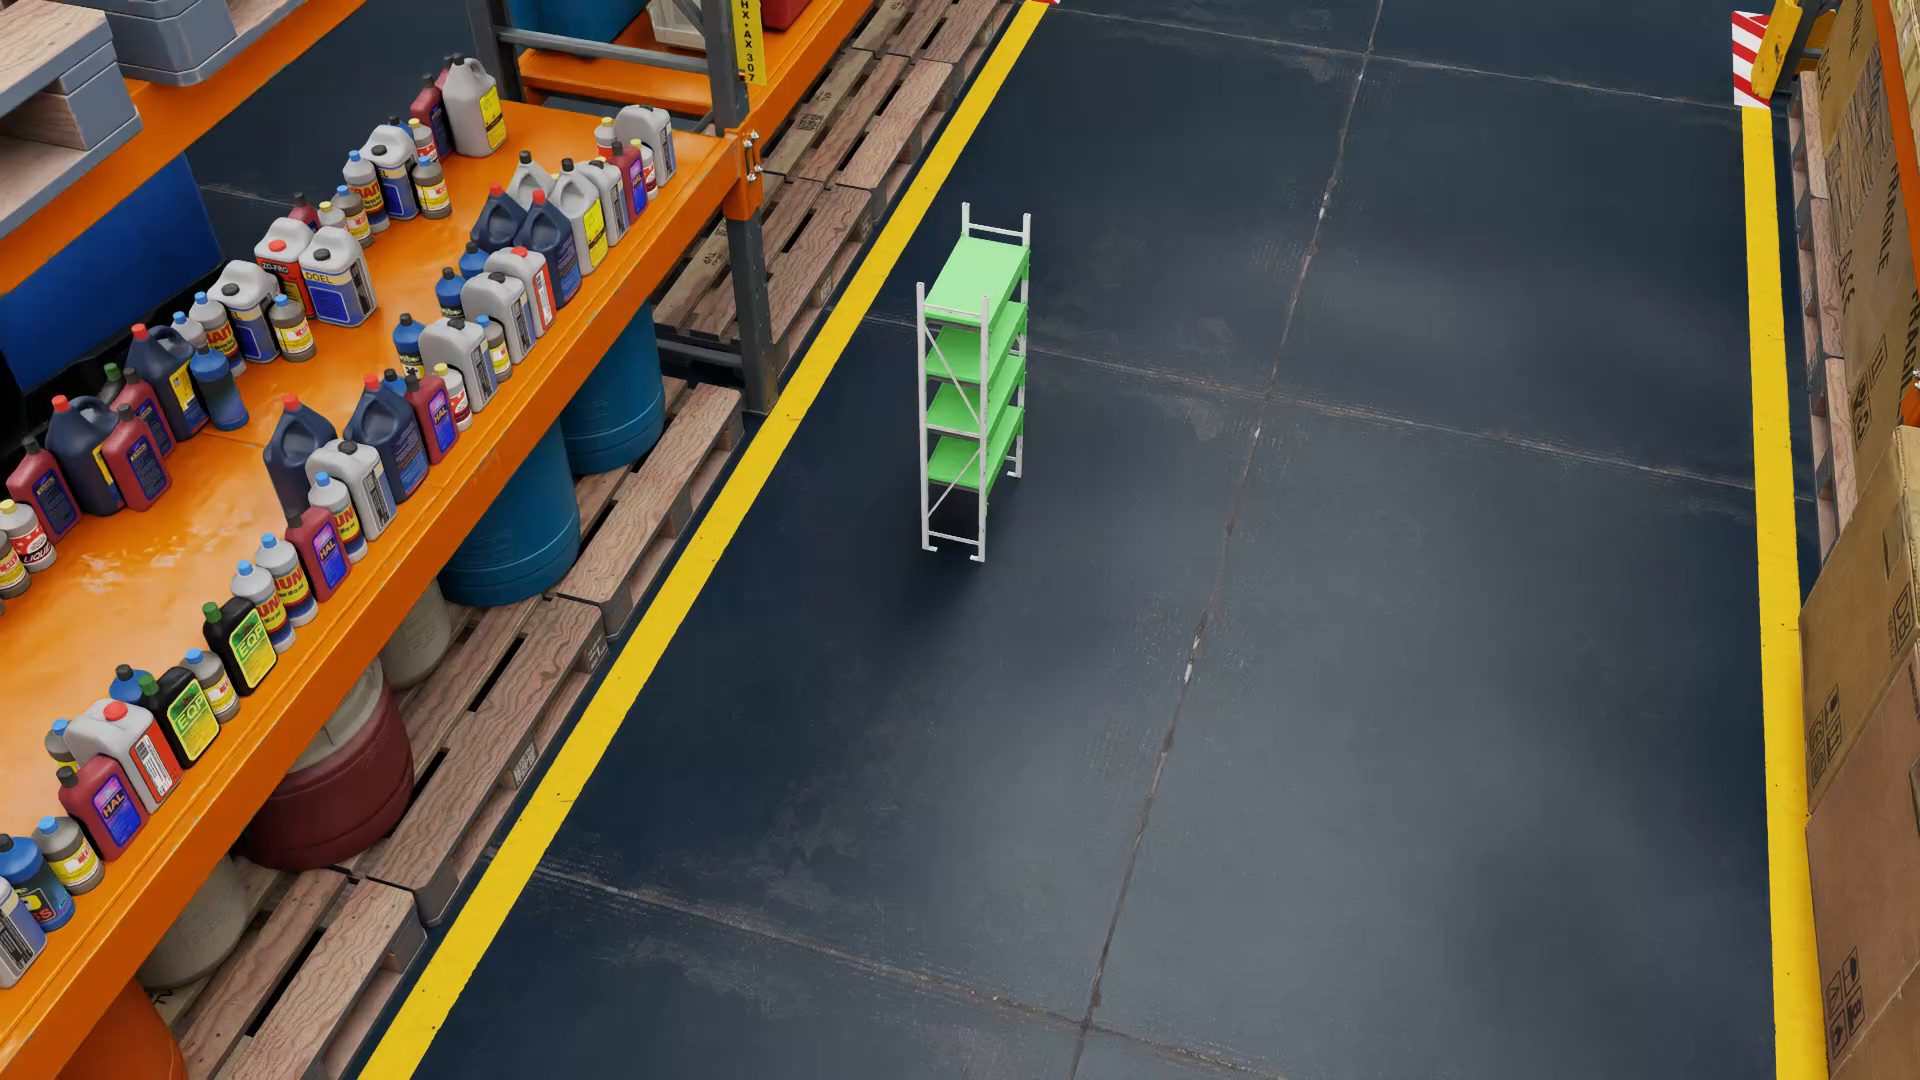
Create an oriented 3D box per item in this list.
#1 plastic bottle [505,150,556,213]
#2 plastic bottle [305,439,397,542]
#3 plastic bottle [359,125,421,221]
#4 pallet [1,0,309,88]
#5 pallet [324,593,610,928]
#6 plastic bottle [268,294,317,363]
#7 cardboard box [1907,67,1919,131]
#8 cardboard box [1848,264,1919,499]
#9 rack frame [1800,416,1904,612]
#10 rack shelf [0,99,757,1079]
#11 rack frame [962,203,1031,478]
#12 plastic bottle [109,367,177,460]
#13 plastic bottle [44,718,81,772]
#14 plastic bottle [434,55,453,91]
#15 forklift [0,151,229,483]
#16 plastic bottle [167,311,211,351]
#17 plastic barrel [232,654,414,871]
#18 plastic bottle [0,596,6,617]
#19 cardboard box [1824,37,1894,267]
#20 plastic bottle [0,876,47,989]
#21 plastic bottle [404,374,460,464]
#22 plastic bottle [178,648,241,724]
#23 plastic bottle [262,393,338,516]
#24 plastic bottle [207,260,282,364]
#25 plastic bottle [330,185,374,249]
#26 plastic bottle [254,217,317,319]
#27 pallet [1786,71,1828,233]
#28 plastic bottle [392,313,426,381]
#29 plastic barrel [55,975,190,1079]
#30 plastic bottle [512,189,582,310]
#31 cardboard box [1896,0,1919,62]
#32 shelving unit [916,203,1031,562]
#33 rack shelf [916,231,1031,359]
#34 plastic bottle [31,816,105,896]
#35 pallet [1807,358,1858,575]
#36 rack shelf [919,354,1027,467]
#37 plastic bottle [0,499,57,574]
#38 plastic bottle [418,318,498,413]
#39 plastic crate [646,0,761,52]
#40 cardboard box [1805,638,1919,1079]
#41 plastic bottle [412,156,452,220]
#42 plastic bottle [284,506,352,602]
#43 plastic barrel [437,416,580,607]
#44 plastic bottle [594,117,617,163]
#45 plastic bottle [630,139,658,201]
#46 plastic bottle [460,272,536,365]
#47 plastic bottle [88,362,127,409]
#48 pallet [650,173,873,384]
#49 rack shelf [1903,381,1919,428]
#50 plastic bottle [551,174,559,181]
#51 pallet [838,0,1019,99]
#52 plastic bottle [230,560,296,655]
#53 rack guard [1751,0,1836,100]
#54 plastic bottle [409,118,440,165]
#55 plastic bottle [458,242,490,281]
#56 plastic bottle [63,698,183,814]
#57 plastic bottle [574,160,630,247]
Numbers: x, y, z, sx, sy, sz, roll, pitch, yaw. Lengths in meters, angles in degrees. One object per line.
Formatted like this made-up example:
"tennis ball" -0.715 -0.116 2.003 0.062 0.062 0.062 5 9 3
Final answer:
"plastic bottle" -1.343 -1.046 5.210 0.144 0.351 0.185 13 46 13
"plastic bottle" -1.592 -0.149 4.346 0.152 0.276 0.135 13 46 13
"plastic bottle" -1.854 -1.199 5.419 0.152 0.276 0.135 13 46 13
"pallet" -1.724 -1.420 3.547 1.003 0.211 1.213 13 46 13
"pallet" -1.881 0.603 5.483 1.003 0.211 1.213 13 46 13
"plastic bottle" -1.969 -0.631 4.892 0.097 0.201 0.097 0 44 0
"cardboard box" 3.572 -1.535 5.854 0.380 0.149 0.250 13 46 13
"cardboard box" 3.757 -0.480 5.814 0.875 0.875 0.875 13 46 13
"rack frame" 3.481 -0.666 4.786 1.000 3.000 0.127 13 46 13
"rack shelf" -1.845 -0.125 4.747 1.077 0.370 4.000 13 46 13
"rack frame" 0.124 -0.702 6.109 0.240 1.200 0.015 13 46 13
"plastic bottle" -2.234 -0.328 4.524 0.061 0.283 0.133 13 46 13
"plastic bottle" -1.996 0.480 3.757 0.097 0.201 0.097 0 44 0
"plastic bottle" -1.757 -1.519 5.741 0.061 0.283 0.133 13 46 13
"forklift" -4.259 -1.288 5.471 1.130 2.935 3.031 22 48 21
"plastic bottle" -2.184 -0.533 4.742 0.097 0.271 0.097 0 44 0
"plastic barrel" -1.977 0.580 4.936 0.600 0.588 0.708 13 46 13
"plastic bottle" -2.465 0.111 4.134 0.097 0.201 0.097 0 44 0
"cardboard box" 4.299 -1.673 7.034 0.875 0.875 0.875 13 46 13
"plastic bottle" -2.012 0.775 3.402 0.152 0.276 0.135 13 46 13
"plastic bottle" -1.452 -0.354 4.551 0.061 0.283 0.133 13 46 13
"plastic bottle" -1.770 0.333 3.907 0.097 0.201 0.097 0 44 0
"plastic bottle" -1.725 -0.224 4.369 0.144 0.351 0.185 13 46 13
"plastic bottle" -2.093 -0.671 4.880 0.152 0.276 0.135 13 46 13
"plastic bottle" -1.944 -1.036 5.306 0.097 0.201 0.097 0 44 0
"plastic bottle" -2.023 -0.826 5.038 0.152 0.276 0.135 13 46 13
"pallet" 4.525 -1.786 7.924 1.003 0.211 1.213 13 46 13
"plastic bottle" -1.550 -0.528 4.737 0.097 0.271 0.097 0 44 0
"plastic barrel" -2.319 1.247 4.082 0.600 0.830 0.708 13 46 13
"plastic bottle" -1.262 -0.892 5.052 0.144 0.351 0.185 13 46 13
"cardboard box" 3.728 -1.875 6.201 0.380 0.149 0.250 13 46 13
"shelving unit" 0.050 -0.539 5.943 0.258 1.200 0.503 13 46 13
"rack shelf" 0.050 -0.837 5.652 0.258 0.148 0.480 13 46 13
"plastic bottle" -1.921 0.666 3.567 0.097 0.201 0.097 0 44 0
"pallet" 3.786 -0.160 6.262 1.003 0.211 1.213 13 46 13
"rack shelf" 0.050 -0.493 5.988 0.258 0.148 0.480 13 46 13
"plastic bottle" -2.406 -0.019 4.267 0.097 0.201 0.097 0 44 0
"plastic bottle" -1.425 -0.516 4.721 0.152 0.276 0.135 13 46 13
"plastic crate" -0.962 -1.922 6.215 0.396 0.136 0.243 13 46 13
"cardboard box" 3.036 0.970 4.333 1.225 0.875 0.875 11 45 11
"plastic bottle" -1.729 -1.158 5.431 0.097 0.201 0.097 0 44 0
"plastic bottle" -1.618 0.012 4.176 0.061 0.283 0.133 13 46 13
"plastic barrel" -1.635 -0.284 5.596 0.600 0.901 0.708 13 46 13
"plastic bottle" -1.175 -1.327 5.603 0.097 0.201 0.097 0 44 0
"plastic bottle" -1.060 -1.230 5.504 0.097 0.201 0.097 0 44 0
"plastic bottle" -1.355 -0.670 4.879 0.152 0.276 0.135 13 46 13
"plastic bottle" -2.292 -0.341 4.537 0.061 0.283 0.133 13 46 13
"pallet" -1.054 -1.217 7.343 1.003 0.211 1.213 13 46 13
"rack shelf" 2.875 0.924 3.675 1.077 0.370 4.000 13 46 13
"plastic bottle" -1.286 -1.083 5.355 0.097 0.201 0.097 0 44 0
"pallet" -0.315 -2.843 9.005 1.003 0.211 1.213 13 46 13
"plastic bottle" -1.700 0.154 4.039 0.097 0.271 0.097 0 44 0
"rack guard" 4.699 -2.455 8.401 1.175 0.500 0.348 13 46 13
"plastic bottle" -1.815 -1.320 5.597 0.097 0.201 0.097 0 44 0
"plastic bottle" -1.439 -0.772 4.987 0.097 0.271 0.097 0 44 0
"plastic bottle" -1.872 0.467 3.717 0.152 0.276 0.135 13 46 13
"plastic bottle" -1.161 -1.096 5.314 0.152 0.276 0.135 13 46 13
